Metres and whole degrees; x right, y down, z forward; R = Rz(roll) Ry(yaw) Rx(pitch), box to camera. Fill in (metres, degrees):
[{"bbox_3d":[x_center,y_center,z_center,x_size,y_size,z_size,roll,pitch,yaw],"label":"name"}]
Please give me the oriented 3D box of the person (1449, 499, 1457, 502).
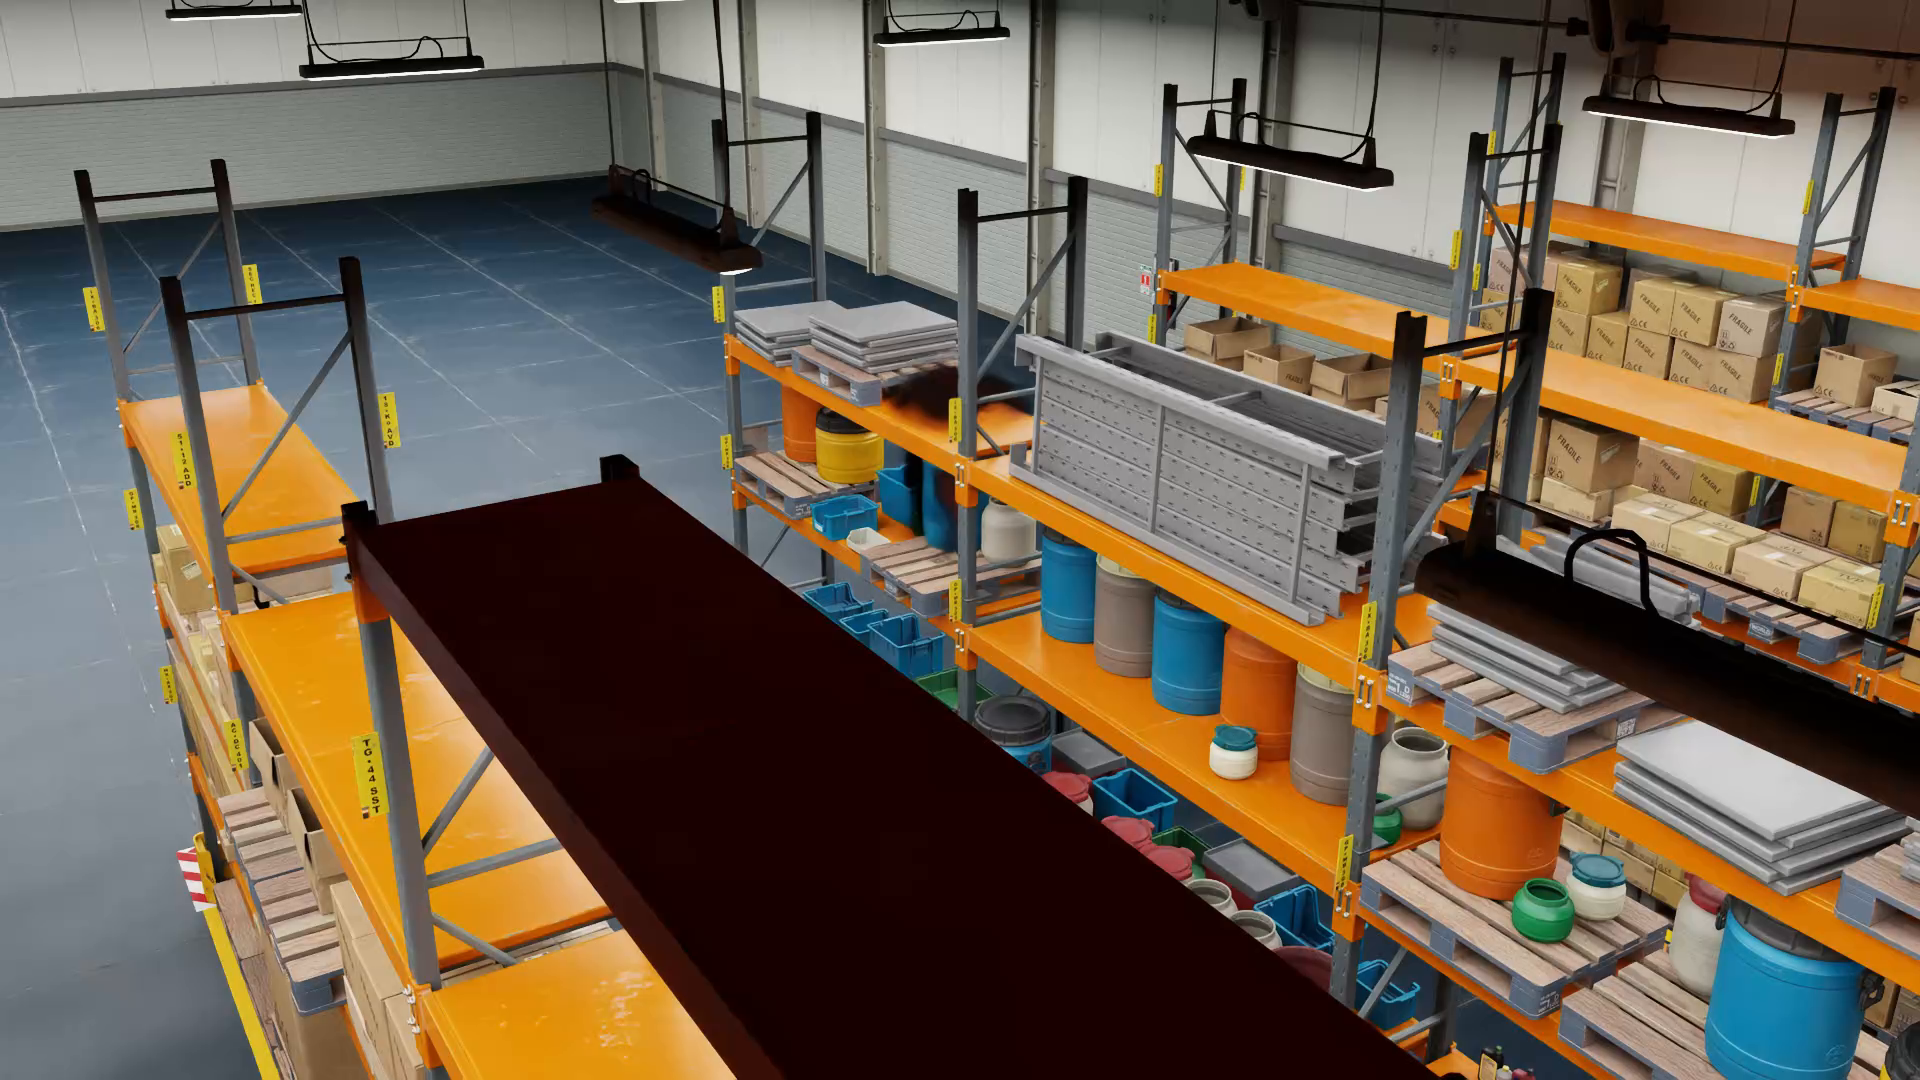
[{"bbox_3d":[5.473,0.029,19.021,0.472,1.685,0.499,0,22,0],"label":"person"}]
